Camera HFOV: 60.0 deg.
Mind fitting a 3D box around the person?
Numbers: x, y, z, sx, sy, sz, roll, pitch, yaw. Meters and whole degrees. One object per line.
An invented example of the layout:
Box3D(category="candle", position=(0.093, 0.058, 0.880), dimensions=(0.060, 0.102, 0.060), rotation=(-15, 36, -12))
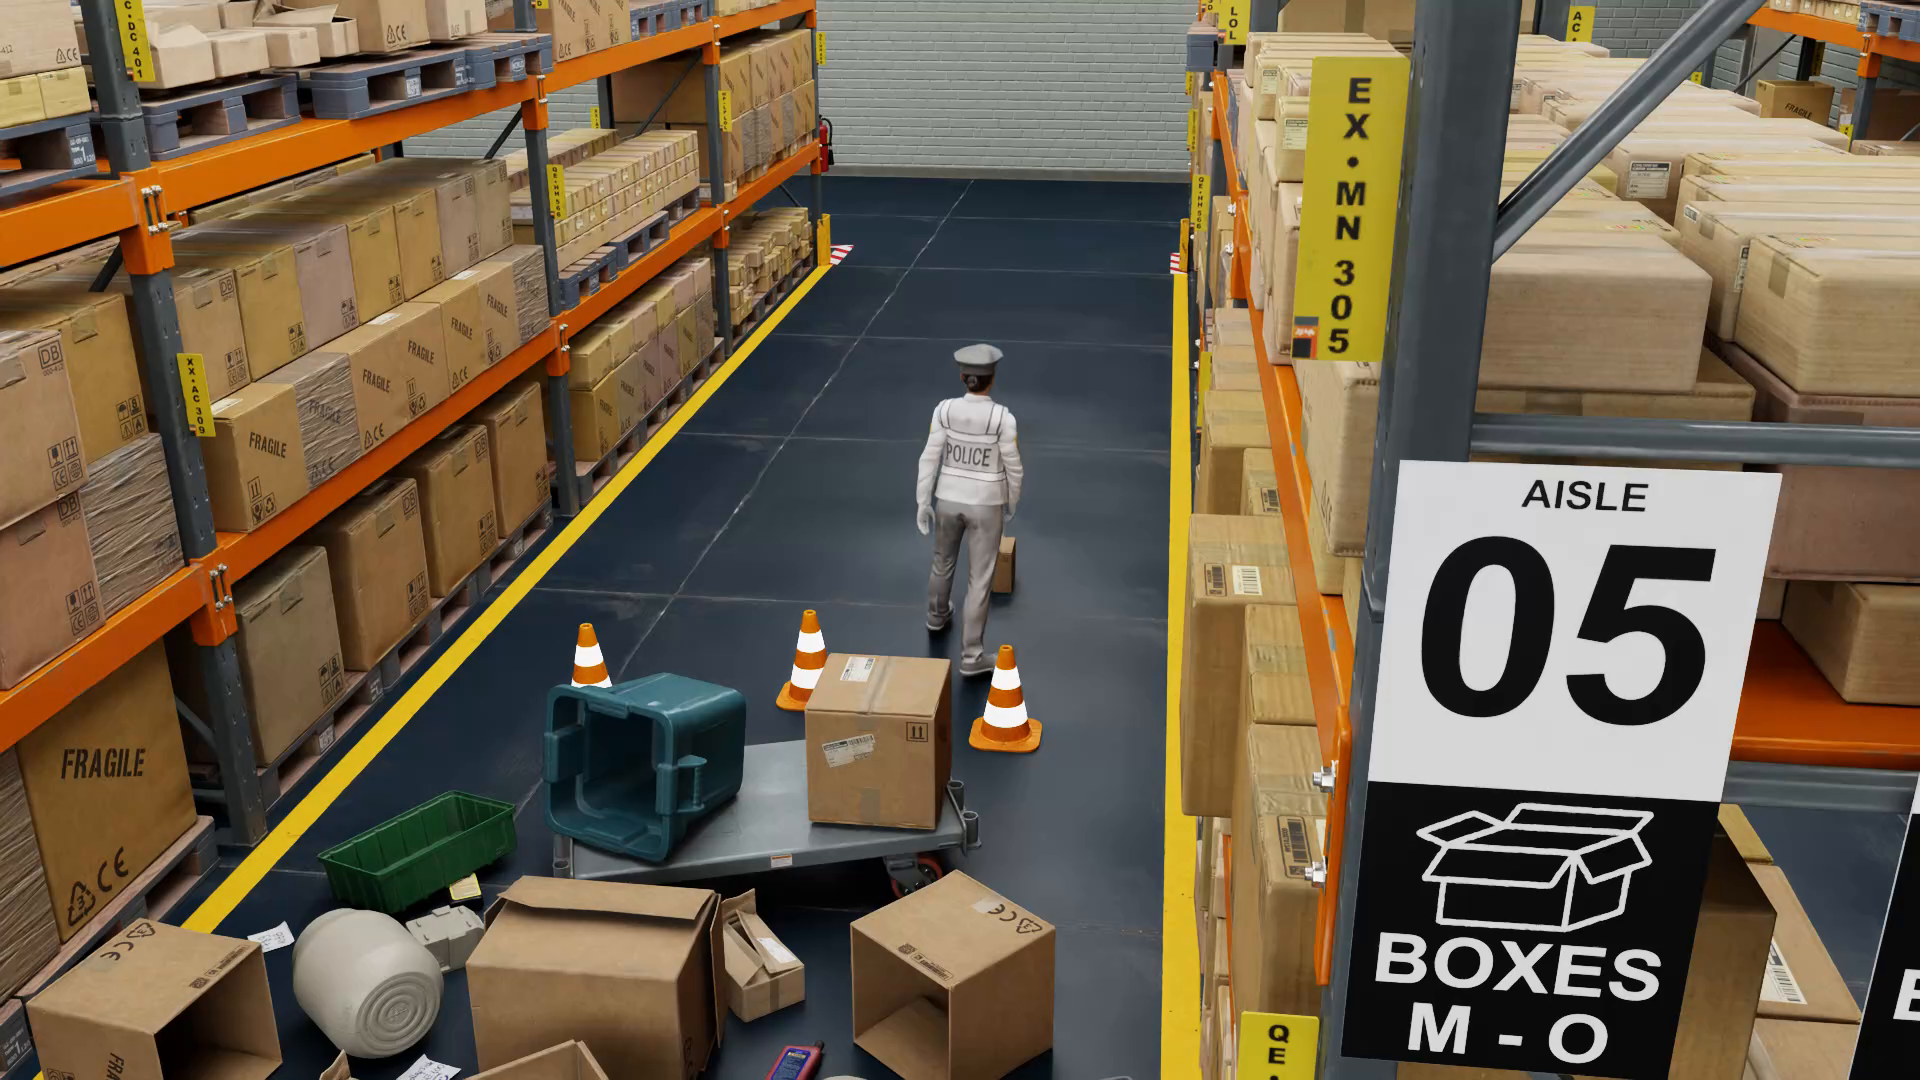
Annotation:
Box3D(category="person", position=(0.020, -0.192, 8.562), dimensions=(0.620, 1.627, 0.720), rotation=(9, 23, 23))
